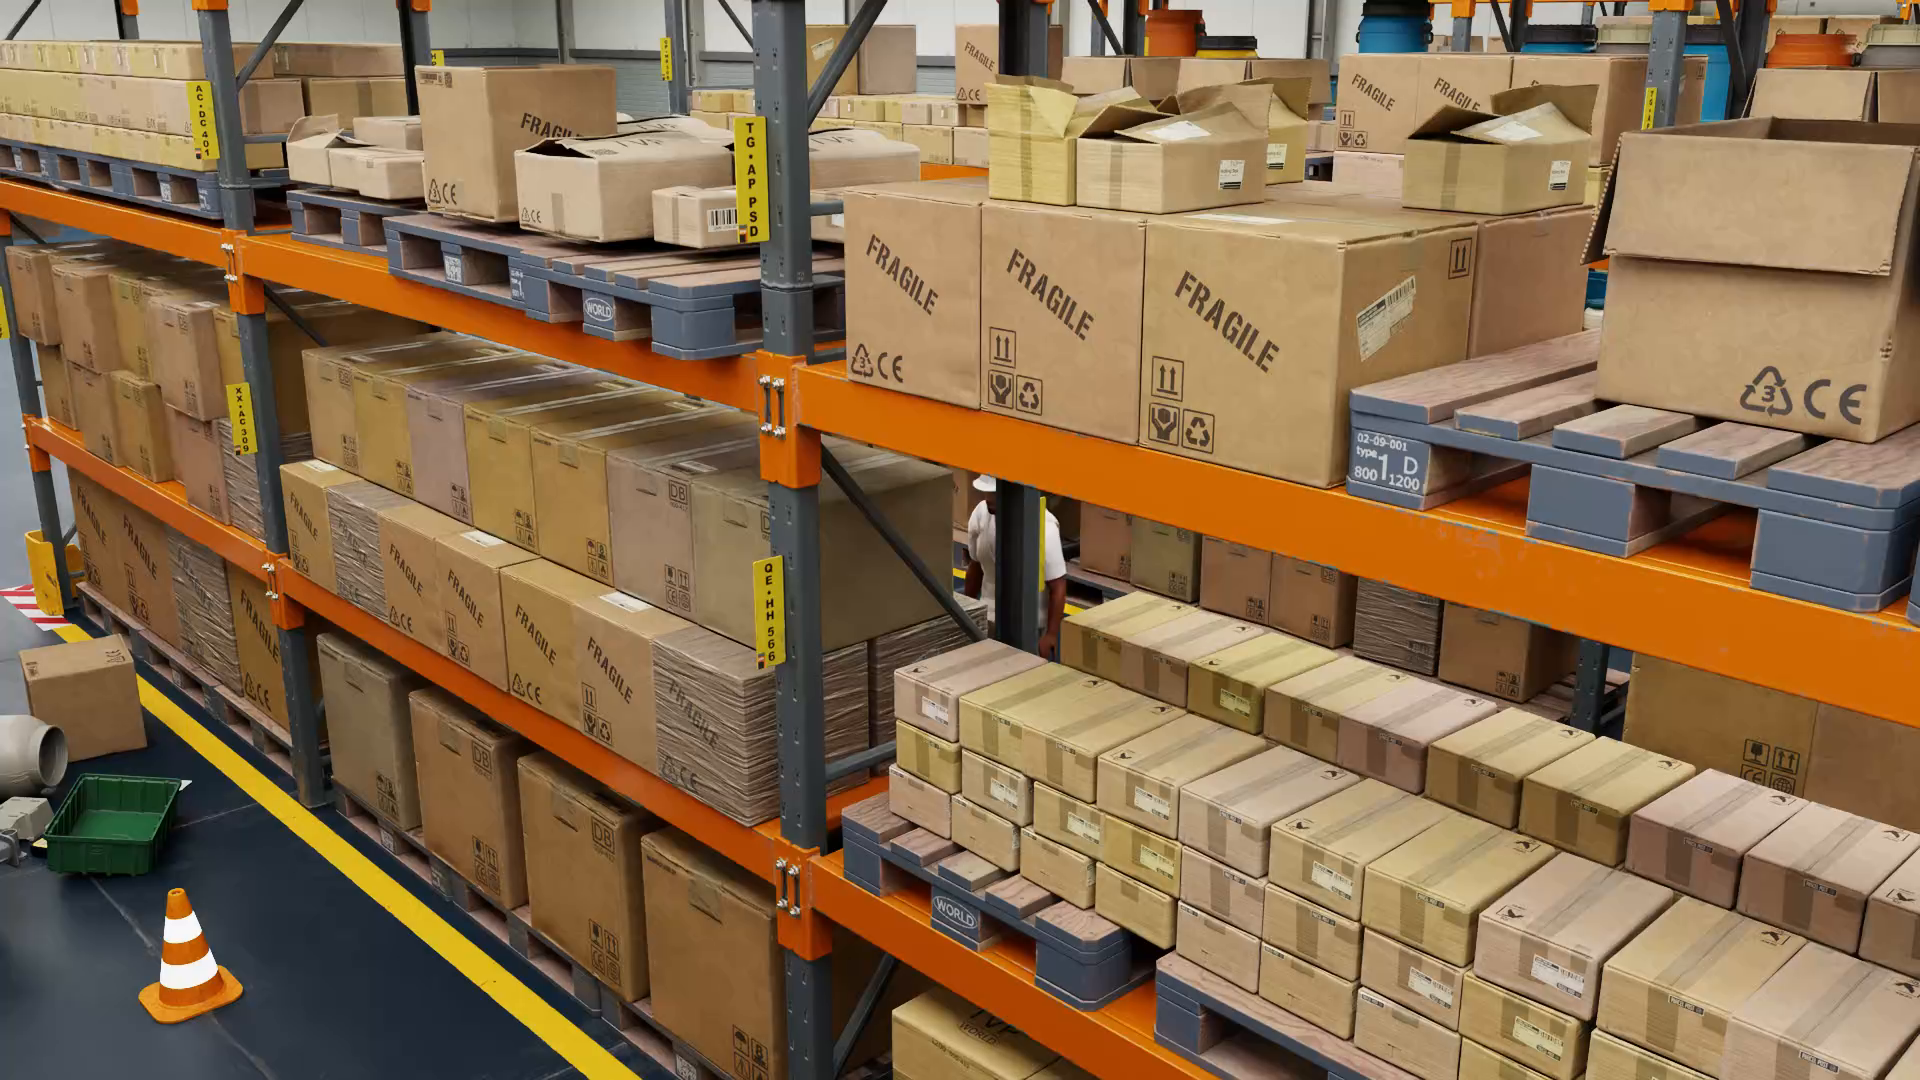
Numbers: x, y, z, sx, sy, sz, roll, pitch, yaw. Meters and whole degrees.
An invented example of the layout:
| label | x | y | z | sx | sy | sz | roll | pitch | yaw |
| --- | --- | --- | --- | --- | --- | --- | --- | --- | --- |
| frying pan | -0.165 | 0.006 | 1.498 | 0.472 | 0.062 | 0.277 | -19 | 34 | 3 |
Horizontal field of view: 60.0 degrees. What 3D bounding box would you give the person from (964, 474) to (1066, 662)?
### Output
| label | x | y | z | sx | sy | sz | roll | pitch | yaw |
| --- | --- | --- | --- | --- | --- | --- | --- | --- | --- |
| person | 0.236 | 0.407 | 8.201 | 0.460 | 1.760 | 0.634 | -16 | 23 | -42 |
